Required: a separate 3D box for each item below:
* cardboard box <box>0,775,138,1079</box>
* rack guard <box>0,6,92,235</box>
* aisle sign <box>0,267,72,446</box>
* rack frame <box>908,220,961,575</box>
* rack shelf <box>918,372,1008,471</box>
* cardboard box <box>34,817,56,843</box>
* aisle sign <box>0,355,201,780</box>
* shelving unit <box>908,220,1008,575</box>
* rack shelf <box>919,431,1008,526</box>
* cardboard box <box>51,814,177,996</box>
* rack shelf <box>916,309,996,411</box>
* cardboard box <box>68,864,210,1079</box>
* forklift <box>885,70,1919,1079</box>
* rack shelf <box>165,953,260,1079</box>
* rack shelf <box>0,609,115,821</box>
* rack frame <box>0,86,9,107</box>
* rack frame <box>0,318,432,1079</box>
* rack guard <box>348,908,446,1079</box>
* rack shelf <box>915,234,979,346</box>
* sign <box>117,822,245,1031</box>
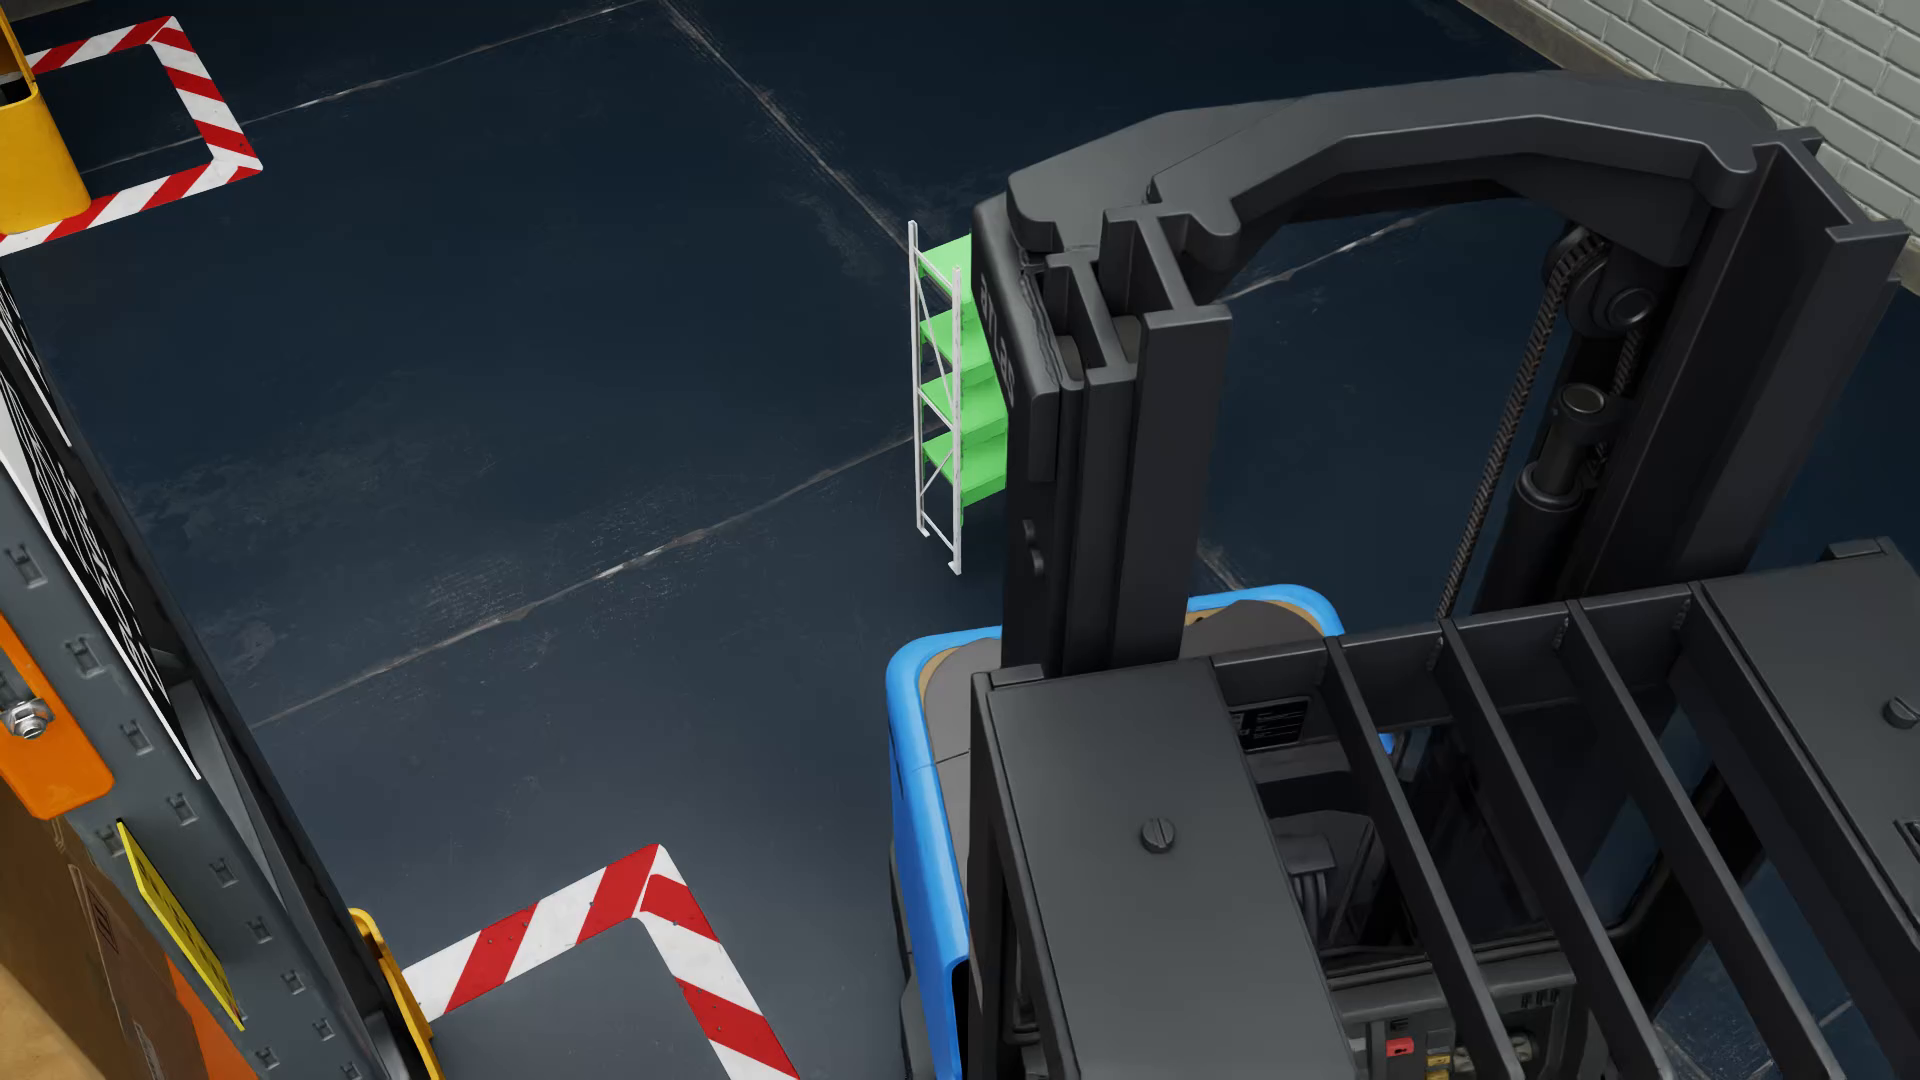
[{"bbox_3d":[-1.378,0.556,2.010,0.500,0.500,0.500,-26,53,-21],"label":"cardboard box"},{"bbox_3d":[-3.775,-1.735,6.460,0.348,0.500,1.175,-25,53,-21],"label":"rack guard"},{"bbox_3d":[-1.248,-0.507,1.952,0.004,0.787,0.394,-25,53,-21],"label":"aisle sign"},{"bbox_3d":[-0.066,-0.368,4.774,0.015,1.200,0.240,-25,53,-21],"label":"rack frame"},{"bbox_3d":[0.140,-0.422,4.908,0.480,0.148,0.258,-25,53,-21],"label":"rack shelf"},{"bbox_3d":[-1.665,0.215,2.314,0.500,0.500,0.500,-24,52,-20],"label":"cardboard box"},{"bbox_3d":[-0.928,-0.128,1.614,0.004,0.787,0.394,-25,53,-21],"label":"aisle sign"},{"bbox_3d":[0.140,-0.465,4.861,0.503,1.200,0.258,-25,53,-21],"label":"shelving unit"},{"bbox_3d":[0.140,-0.263,5.088,0.480,0.148,0.258,-25,53,-21],"label":"rack shelf"},{"bbox_3d":[-1.665,0.547,2.687,0.500,0.500,0.500,-24,53,-20],"label":"cardboard box"},{"bbox_3d":[0.140,-0.582,4.729,0.480,0.148,0.258,-25,53,-21],"label":"rack shelf"},{"bbox_3d":[-1.382,0.888,2.384,0.500,0.500,0.500,-24,52,-20],"label":"cardboard box"},{"bbox_3d":[0.600,0.976,2.418,1.130,2.935,3.031,-8,49,-7],"label":"forklift"},{"bbox_3d":[-2.840,1.607,2.292,4.000,0.370,1.077,-25,53,-21],"label":"rack shelf"},{"bbox_3d":[-2.840,0.609,1.172,4.000,0.370,1.077,-25,53,-21],"label":"rack shelf"},{"bbox_3d":[-3.795,-2.557,5.518,0.127,3.000,1.000,-25,53,-21],"label":"rack frame"},{"bbox_3d":[-1.149,0.570,2.733,0.127,3.000,1.000,-25,53,-21],"label":"rack frame"},{"bbox_3d":[-1.213,1.432,3.640,0.348,0.500,1.175,-25,53,-21],"label":"rack guard"},{"bbox_3d":[0.140,-0.742,4.550,0.480,0.148,0.258,-25,53,-21],"label":"rack shelf"},{"bbox_3d":[-0.870,0.439,1.864,0.005,0.325,0.100,-25,53,-21],"label":"sign"}]
